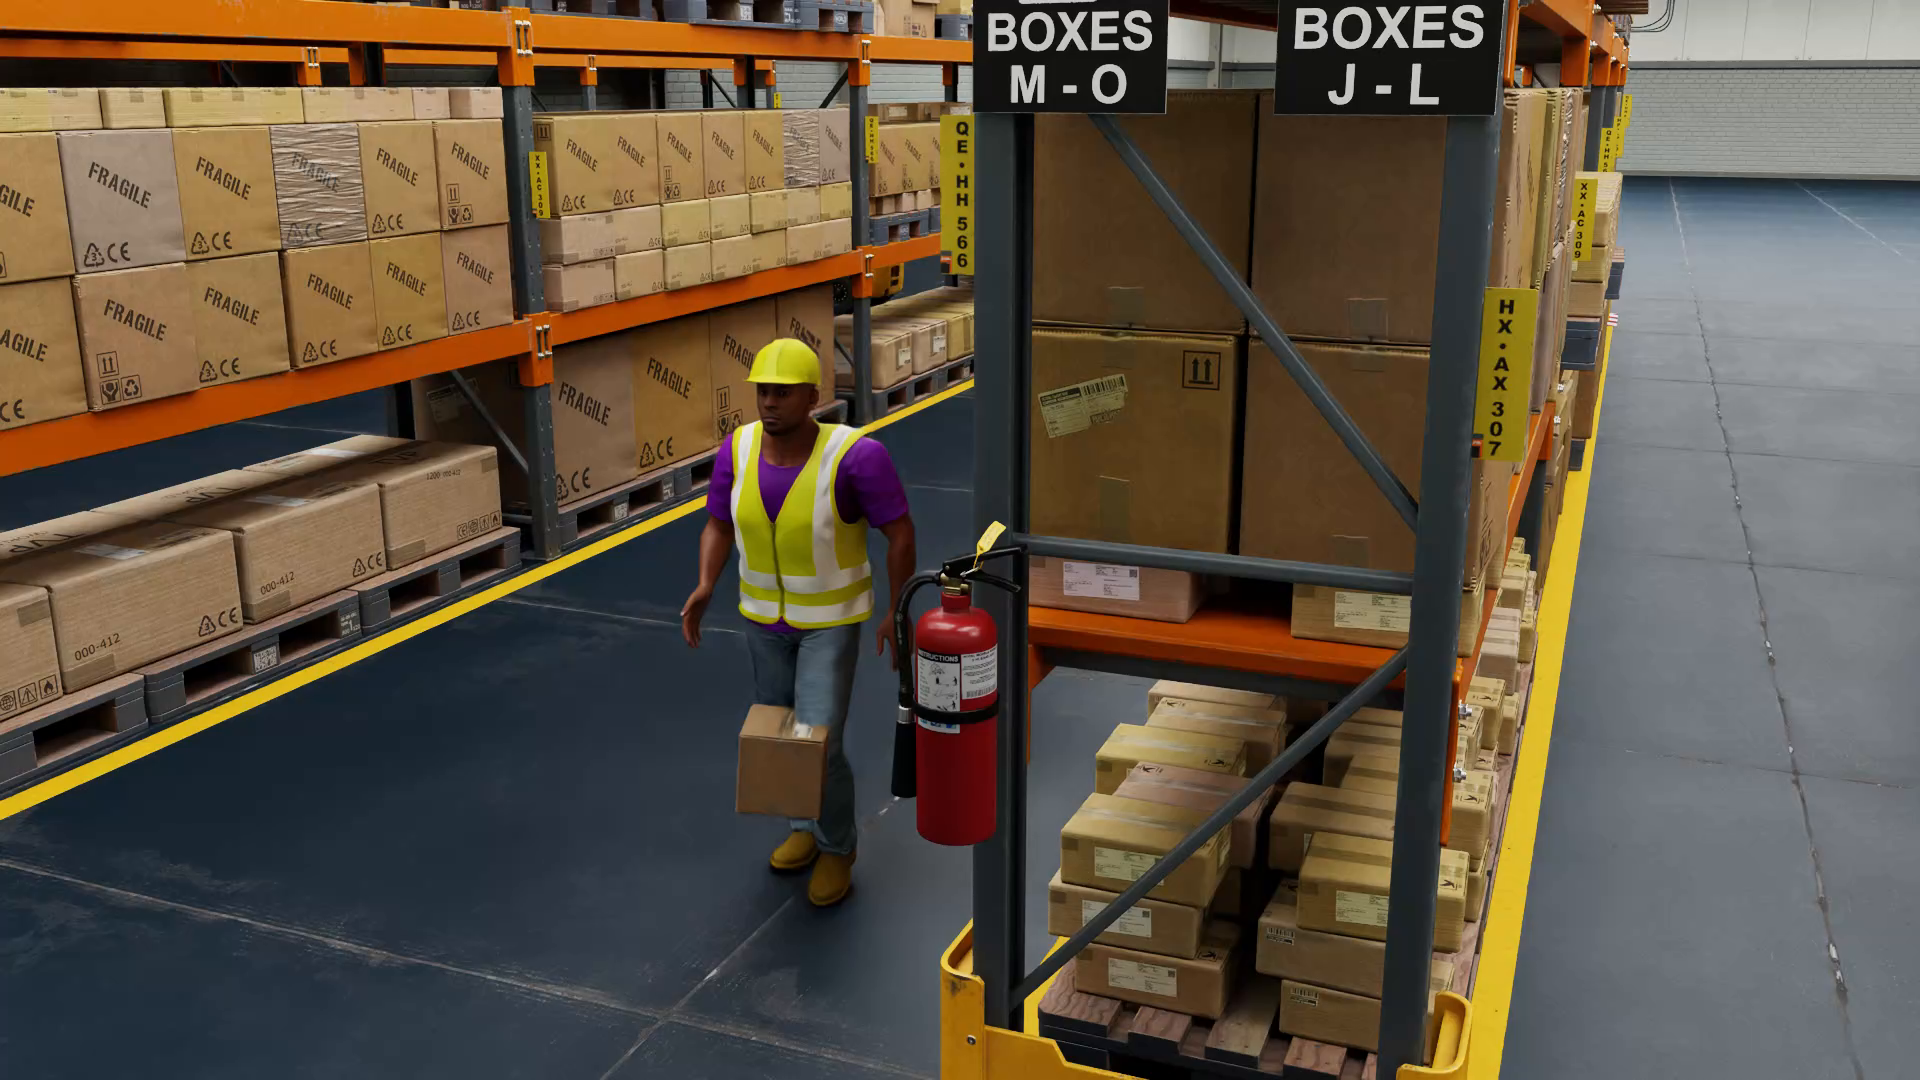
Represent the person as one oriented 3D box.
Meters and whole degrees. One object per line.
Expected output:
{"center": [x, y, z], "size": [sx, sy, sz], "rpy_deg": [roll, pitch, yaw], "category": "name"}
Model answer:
{"center": [-0.487, 0.245, 5.123], "size": [0.680, 1.745, 0.590], "rpy_deg": [6, 17, 22], "category": "person"}
